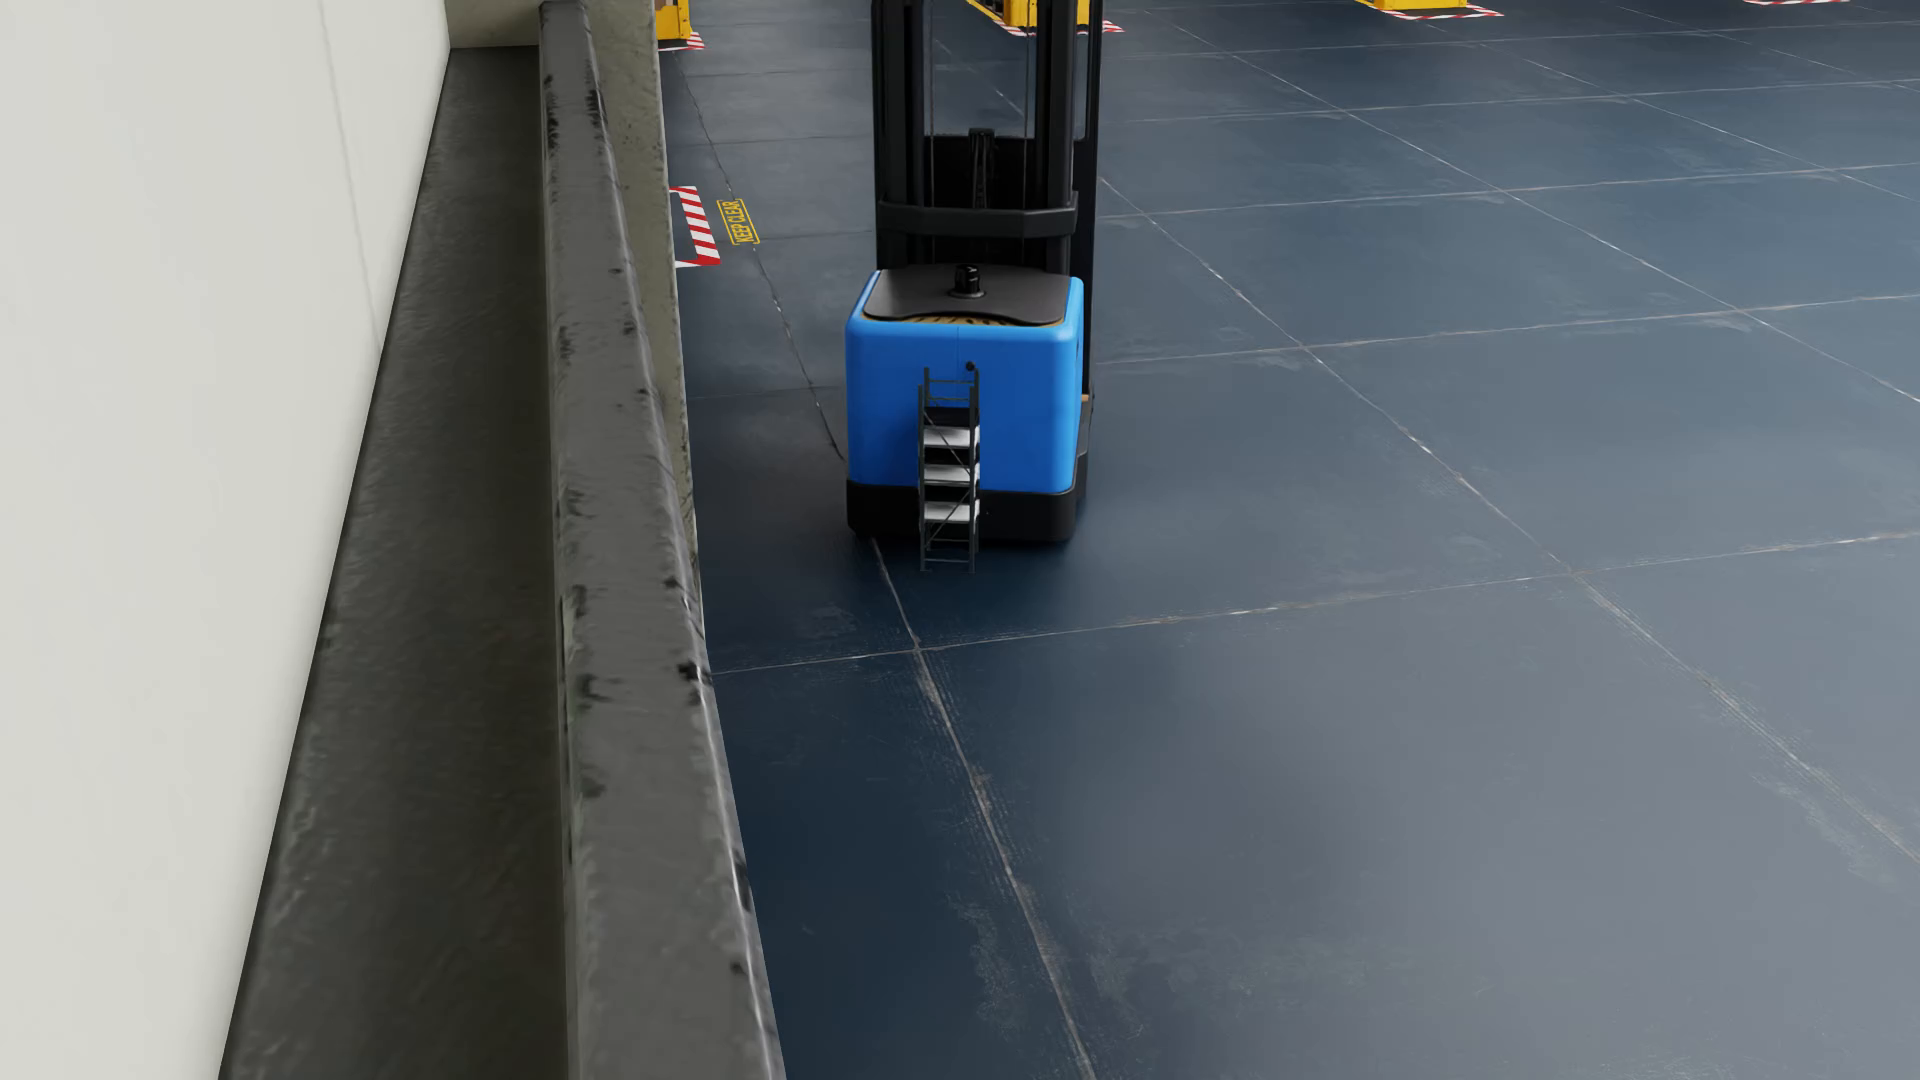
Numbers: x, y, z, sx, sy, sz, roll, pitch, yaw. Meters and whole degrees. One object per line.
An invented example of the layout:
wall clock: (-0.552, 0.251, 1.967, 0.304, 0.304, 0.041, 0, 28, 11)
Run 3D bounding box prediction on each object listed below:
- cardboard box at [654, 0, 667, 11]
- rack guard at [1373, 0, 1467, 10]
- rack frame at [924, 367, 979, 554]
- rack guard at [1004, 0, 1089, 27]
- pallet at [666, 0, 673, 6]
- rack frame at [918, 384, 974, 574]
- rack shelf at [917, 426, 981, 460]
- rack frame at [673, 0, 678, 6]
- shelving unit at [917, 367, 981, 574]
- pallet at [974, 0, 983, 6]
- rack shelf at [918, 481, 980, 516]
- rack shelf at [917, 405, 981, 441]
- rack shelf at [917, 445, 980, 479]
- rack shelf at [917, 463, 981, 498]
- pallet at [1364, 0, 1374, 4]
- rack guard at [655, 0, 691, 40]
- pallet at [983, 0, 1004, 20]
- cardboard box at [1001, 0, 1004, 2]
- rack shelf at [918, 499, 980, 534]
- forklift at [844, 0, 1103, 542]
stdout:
cardboard box: (-3.774, -6.441, 19.678, 0.500, 0.311, 0.500, -9, 28, -17)
rack guard: (5.884, -7.051, 21.164, 1.175, 0.500, 0.348, -6, 27, -12)
rack frame: (-0.036, -0.346, 7.437, 0.240, 0.900, 0.006, 3, 27, 6)
rack guard: (1.125, -6.510, 20.093, 1.175, 0.500, 0.348, -6, 27, -12)
pallet: (-3.871, -6.281, 19.959, 1.003, 0.211, 1.213, -6, 27, -12)
rack frame: (-0.058, -0.255, 7.256, 0.240, 0.900, 0.006, 3, 27, 6)
rack shelf: (-0.047, -0.431, 7.280, 0.258, 0.077, 0.200, 3, 27, 6)
rack frame: (-3.706, -7.132, 18.551, 1.000, 3.000, 0.127, -6, 27, -12)
shelving unit: (-0.047, -0.300, 7.347, 0.258, 0.900, 0.210, 3, 27, 6)
pallet: (0.635, -7.258, 21.895, 1.003, 0.211, 1.213, -6, 27, -12)
rack shelf: (-0.047, -0.190, 7.402, 0.258, 0.077, 0.200, 3, 27, 6)
rack shelf: (-0.047, -0.512, 7.240, 0.258, 0.077, 0.200, 3, 27, 6)
rack shelf: (-0.047, -0.351, 7.321, 0.258, 0.077, 0.200, 3, 27, 6)
rack shelf: (-0.047, -0.271, 7.362, 0.258, 0.077, 0.200, 3, 27, 6)
pallet: (5.706, -7.279, 21.937, 1.003, 0.211, 1.213, -6, 27, -12)
rack guard: (-3.723, -6.049, 19.181, 1.175, 0.500, 0.348, -6, 27, -12)
pallet: (0.907, -6.723, 20.836, 1.003, 0.211, 1.213, -6, 27, -12)
cardboard box: (0.711, -6.802, 20.483, 0.500, 0.250, 0.500, -6, 27, -12)
rack shelf: (-0.047, -0.110, 7.443, 0.258, 0.077, 0.200, 3, 27, 6)
forklift: (0.153, -1.934, 8.329, 1.130, 2.935, 3.031, 3, 27, 6)
